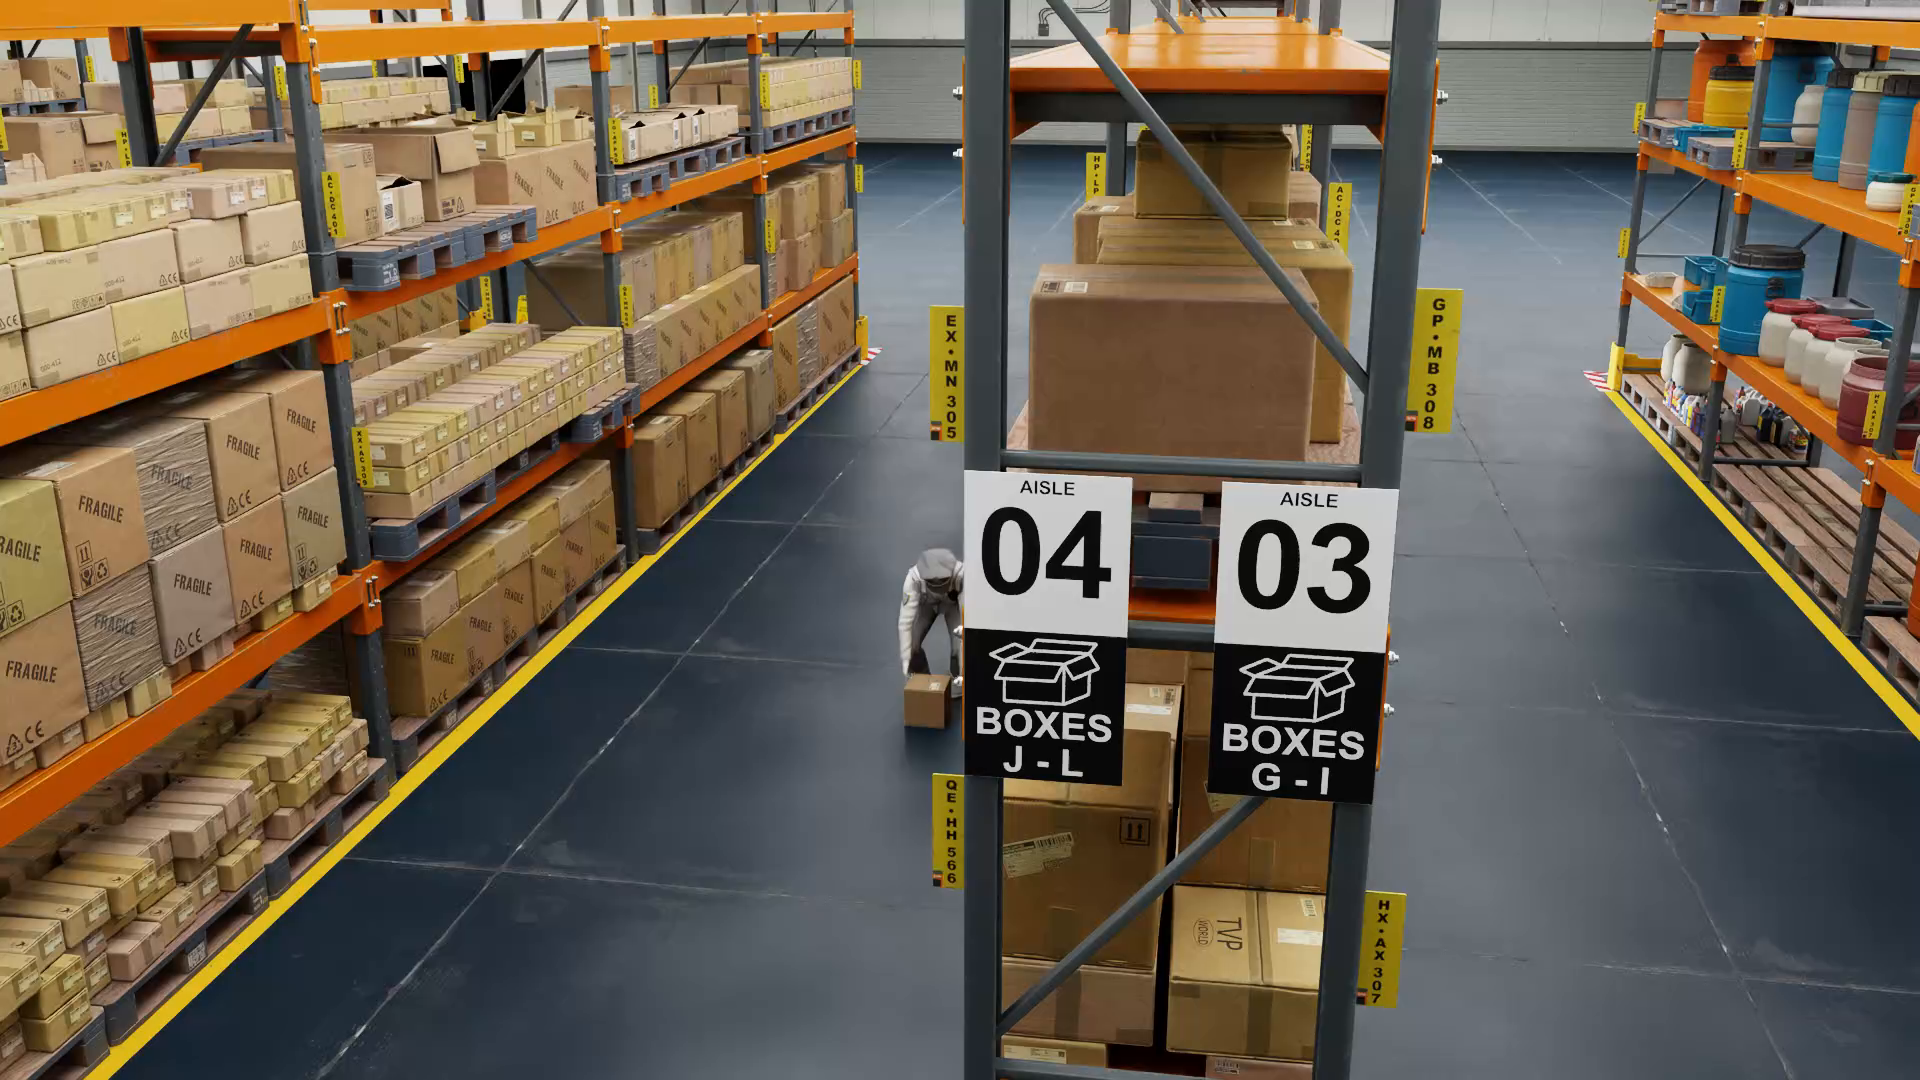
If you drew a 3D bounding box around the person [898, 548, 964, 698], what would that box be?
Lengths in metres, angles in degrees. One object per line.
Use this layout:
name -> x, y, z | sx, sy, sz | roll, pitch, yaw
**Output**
person -> -0.114, 0.498, 10.485 | 0.505, 1.075, 0.826 | 2, 18, 8
